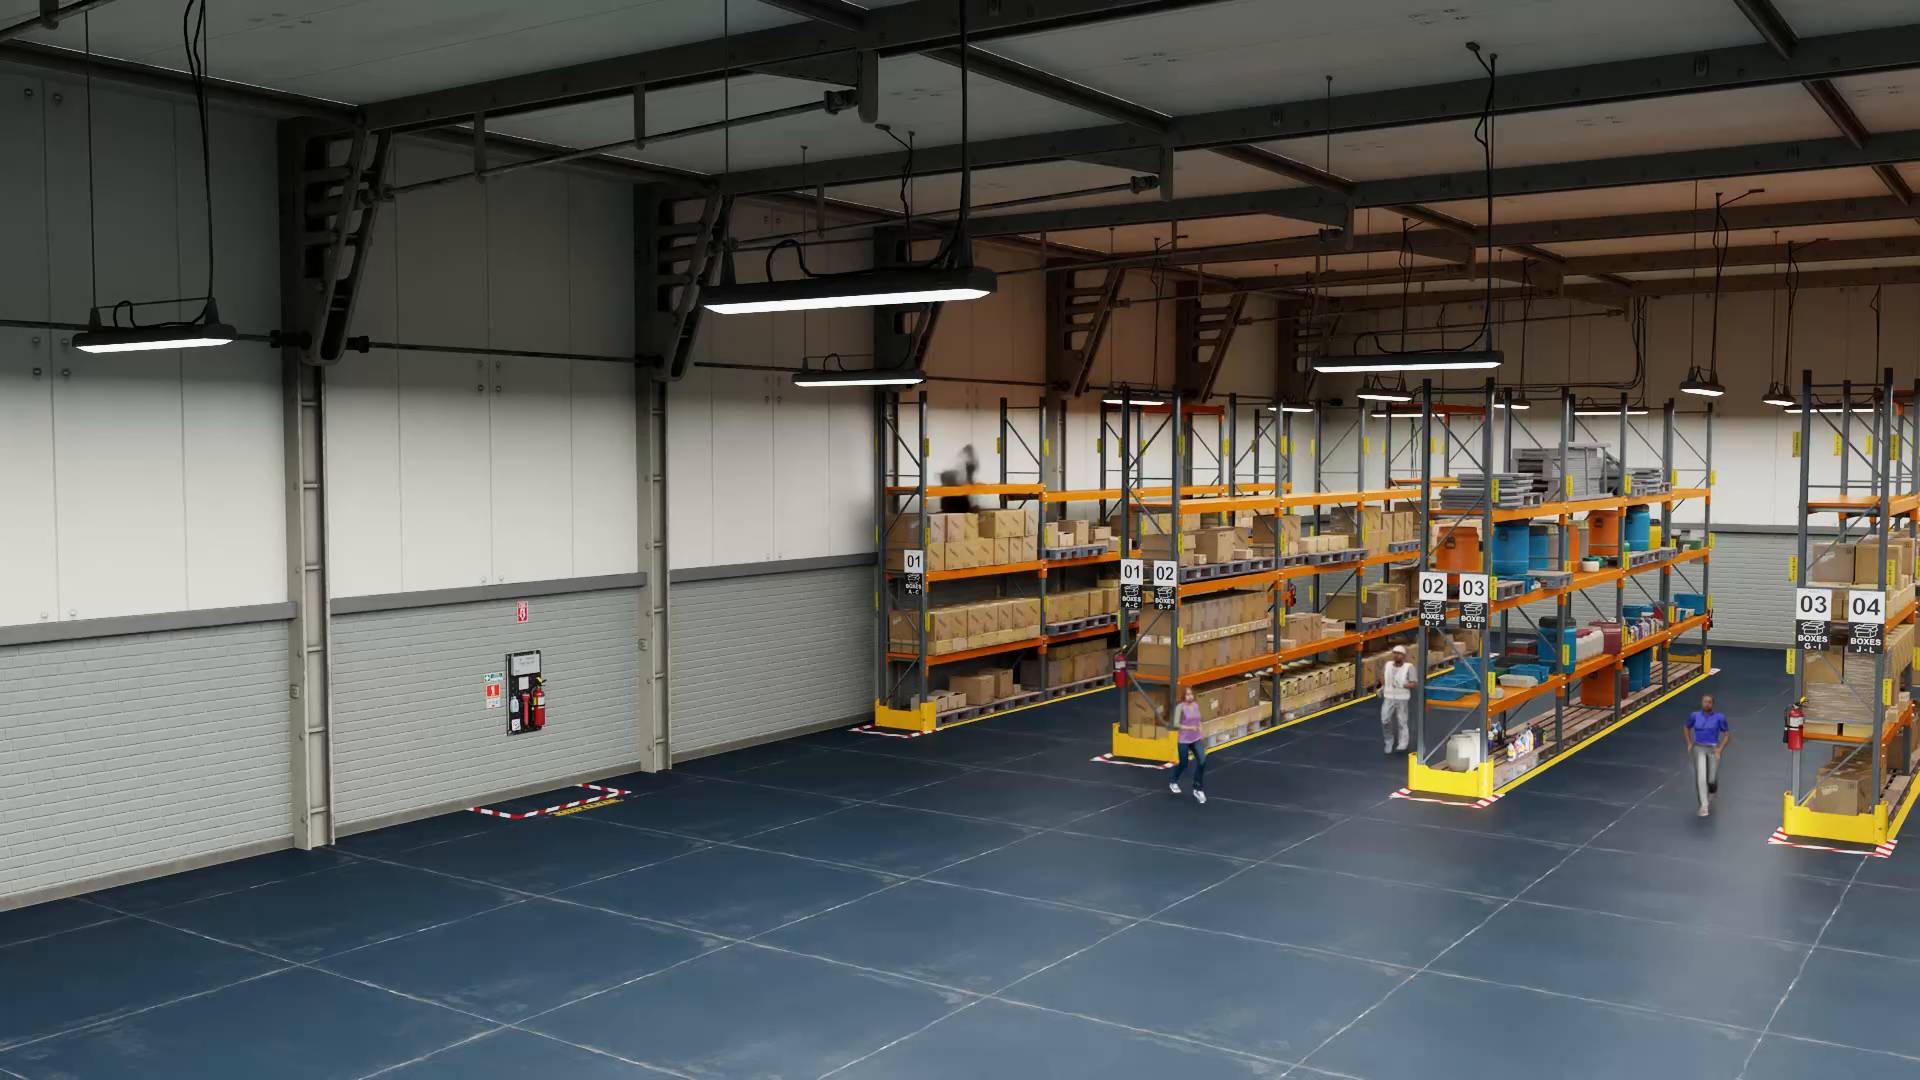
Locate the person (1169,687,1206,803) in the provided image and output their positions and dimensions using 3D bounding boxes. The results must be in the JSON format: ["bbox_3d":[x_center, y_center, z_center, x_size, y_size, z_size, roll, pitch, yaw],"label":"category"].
[{"bbox_3d":[3.256,2.903,23.730,0.541,1.612,0.732,-1,3,-24],"label":"person"}]

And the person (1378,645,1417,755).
[{"bbox_3d":[7.100,2.608,27.076,0.655,1.786,0.704,2,4,30],"label":"person"}]

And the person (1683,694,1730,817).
[{"bbox_3d":[10.249,2.922,22.843,0.595,1.647,0.753,2,4,28],"label":"person"}]
